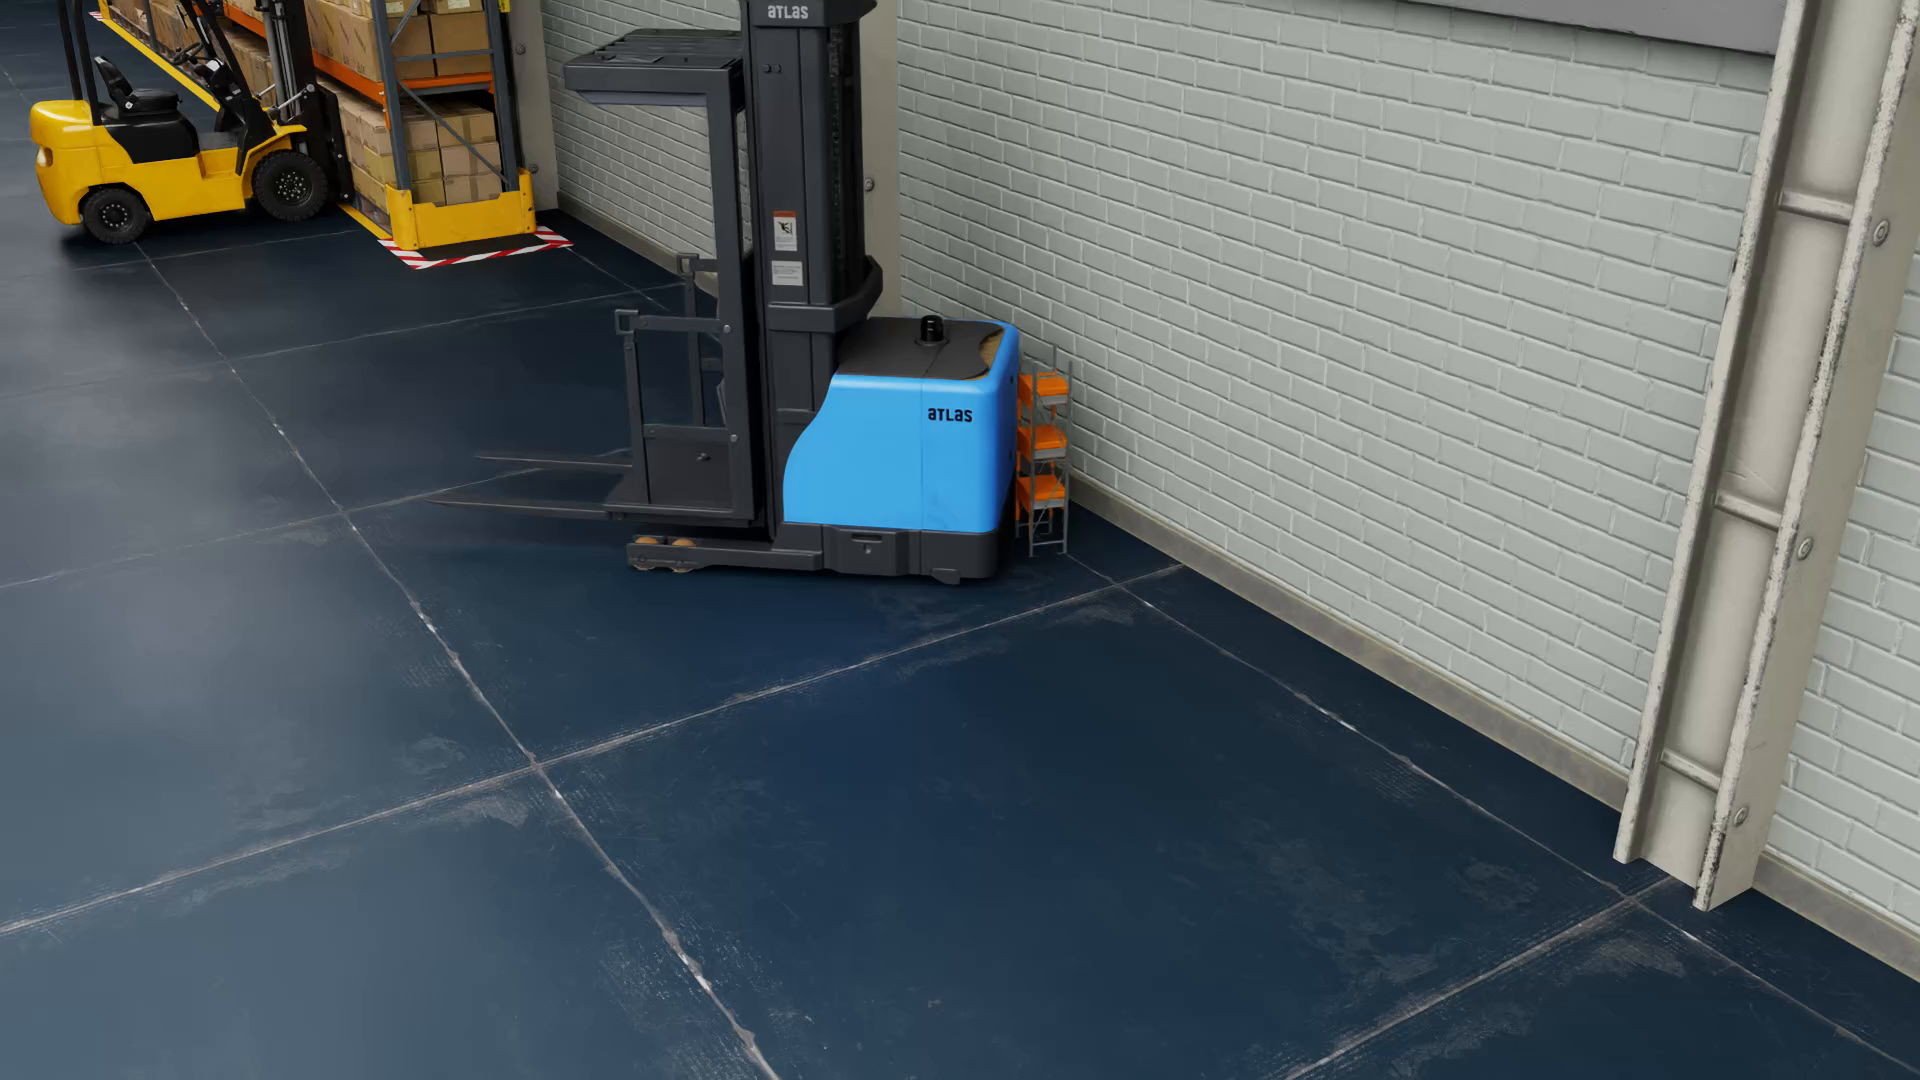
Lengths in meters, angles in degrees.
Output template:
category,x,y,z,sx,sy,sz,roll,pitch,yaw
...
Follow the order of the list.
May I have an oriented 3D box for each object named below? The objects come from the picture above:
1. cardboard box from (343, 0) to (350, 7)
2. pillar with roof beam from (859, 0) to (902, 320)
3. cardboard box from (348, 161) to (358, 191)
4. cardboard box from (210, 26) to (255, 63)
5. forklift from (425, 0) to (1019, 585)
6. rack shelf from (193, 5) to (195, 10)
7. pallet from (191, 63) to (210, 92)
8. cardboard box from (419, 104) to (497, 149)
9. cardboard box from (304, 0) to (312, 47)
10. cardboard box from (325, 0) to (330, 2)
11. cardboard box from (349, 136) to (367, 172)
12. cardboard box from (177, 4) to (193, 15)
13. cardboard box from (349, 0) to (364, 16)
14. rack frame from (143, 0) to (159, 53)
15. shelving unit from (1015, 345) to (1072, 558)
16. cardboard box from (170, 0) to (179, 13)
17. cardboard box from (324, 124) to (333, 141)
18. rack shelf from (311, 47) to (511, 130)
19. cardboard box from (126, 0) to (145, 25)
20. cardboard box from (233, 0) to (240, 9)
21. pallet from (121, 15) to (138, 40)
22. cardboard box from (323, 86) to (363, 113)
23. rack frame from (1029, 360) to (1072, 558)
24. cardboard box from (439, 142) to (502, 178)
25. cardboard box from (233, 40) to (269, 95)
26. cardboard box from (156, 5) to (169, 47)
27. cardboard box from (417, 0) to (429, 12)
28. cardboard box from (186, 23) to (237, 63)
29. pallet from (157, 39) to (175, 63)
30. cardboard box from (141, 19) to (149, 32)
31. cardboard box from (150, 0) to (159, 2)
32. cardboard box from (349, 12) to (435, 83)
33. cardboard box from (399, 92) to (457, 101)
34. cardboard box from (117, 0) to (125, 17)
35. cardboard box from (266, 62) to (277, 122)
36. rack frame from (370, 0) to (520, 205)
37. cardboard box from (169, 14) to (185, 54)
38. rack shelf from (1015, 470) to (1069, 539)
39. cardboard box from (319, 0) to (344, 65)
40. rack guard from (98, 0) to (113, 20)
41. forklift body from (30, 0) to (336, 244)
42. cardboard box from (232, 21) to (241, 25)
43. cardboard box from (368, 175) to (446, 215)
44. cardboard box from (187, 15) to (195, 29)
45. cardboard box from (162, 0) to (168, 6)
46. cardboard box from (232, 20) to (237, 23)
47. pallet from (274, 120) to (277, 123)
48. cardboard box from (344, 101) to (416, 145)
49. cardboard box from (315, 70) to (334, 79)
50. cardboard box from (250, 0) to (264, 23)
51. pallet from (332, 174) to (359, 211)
category,x,y,z,sx,sy,sz,roll,pitch,yaw
cardboard box,-5.050,-4.647,14.204,0.380,0.149,0.250,-16,30,-30
pillar with roof beam,-4.202,-3.990,6.661,9.100,9.000,0.400,-16,29,-30
cardboard box,-5.296,-3.369,15.103,0.500,0.250,0.500,-15,29,-29
cardboard box,-8.283,-5.718,19.640,0.875,0.625,0.625,-15,29,-28
forklift,-1.243,-1.378,8.236,3.031,2.935,1.130,4,25,7
rack shelf,-9.704,-7.219,21.371,1.077,0.370,4.000,-16,29,-30
pallet,-8.988,-5.844,20.881,1.003,0.211,1.213,-16,29,-30
cardboard box,-4.349,-3.582,14.382,0.500,0.250,0.500,-16,30,-30
cardboard box,-5.830,-4.860,15.415,0.500,0.500,0.500,-16,30,-30
cardboard box,-5.390,-4.818,14.565,0.380,0.149,0.250,-15,29,-29
cardboard box,-5.038,-3.423,14.631,0.500,0.250,0.500,-16,30,-30
cardboard box,-9.795,-6.780,21.275,0.380,0.149,0.250,-17,30,-32
cardboard box,-4.834,-4.449,13.784,0.380,0.149,0.250,-15,29,-29
rack frame,-10.796,-8.259,22.732,1.000,3.000,0.127,-16,29,-30
shelving unit,0.422,-0.445,8.464,0.215,1.050,0.252,-7,26,-14
cardboard box,-10.058,-6.970,21.676,0.380,0.149,0.250,-14,29,-28
cardboard box,-5.607,-3.783,15.392,0.500,0.250,0.500,-16,29,-30
rack shelf,-5.337,-4.357,15.309,1.077,0.370,4.000,-16,29,-30
cardboard box,-11.724,-7.823,24.243,0.700,0.500,0.500,-17,30,-31
cardboard box,-7.448,-5.813,17.725,0.500,0.250,0.500,-15,29,-29
pallet,-11.840,-7.681,24.774,1.003,0.211,1.213,-16,29,-30
cardboard box,-5.596,-4.000,15.268,0.500,0.250,0.500,-16,30,-31
rack frame,0.454,-0.395,8.357,0.200,1.050,0.008,-7,26,-14
cardboard box,-4.328,-3.356,14.490,0.500,0.250,0.500,-15,29,-29
cardboard box,-7.552,-5.246,18.638,0.875,0.625,0.625,-17,30,-32
cardboard box,-10.422,-6.905,22.300,0.500,0.500,0.500,-16,30,-30
cardboard box,-4.401,-4.561,14.021,0.380,0.149,0.250,-16,29,-30
cardboard box,-9.288,-6.171,20.744,0.500,0.500,0.500,-16,30,-30
pallet,-10.320,-6.716,22.730,1.003,0.211,1.213,-16,29,-30
cardboard box,-11.346,-7.291,23.528,0.380,0.149,0.250,-17,30,-31
cardboard box,-10.823,-7.422,22.635,0.380,0.149,0.250,-14,29,-27
cardboard box,-4.734,-4.127,13.862,0.500,0.500,0.500,-16,30,-31
cardboard box,-4.889,-3.941,15.143,0.500,0.250,0.500,-16,30,-30
cardboard box,-12.291,-8.194,25.030,0.700,0.500,0.500,-14,29,-27
cardboard box,-6.723,-4.698,17.478,0.875,0.625,0.625,-14,29,-27
rack frame,-4.245,-3.967,13.640,1.000,3.000,0.127,-16,29,-30
cardboard box,-9.875,-6.539,21.524,0.500,0.500,0.500,-17,30,-31
rack shelf,0.422,-0.184,8.587,0.215,0.259,0.240,-7,26,-14
cardboard box,-5.289,-4.498,14.648,0.500,0.500,0.500,-16,30,-31
rack guard,-12.938,-8.533,26.239,1.175,0.500,0.348,-16,29,-30
forklift body,-6.809,-3.837,14.358,2.313,2.155,1.214,-16,29,-30
cardboard box,-8.859,-6.284,20.985,0.500,0.500,0.500,-15,29,-29
cardboard box,-4.766,-3.008,14.338,0.500,0.250,0.500,-15,29,-29
cardboard box,-9.269,-6.390,20.448,0.380,0.149,0.250,-17,30,-32
cardboard box,-10.458,-7.252,22.274,0.380,0.149,0.250,-17,30,-32
cardboard box,-8.961,-6.612,20.920,0.380,0.149,0.250,-15,29,-29
pallet,-6.864,-4.391,17.805,1.003,0.211,1.213,-16,29,-30
cardboard box,-5.042,-3.639,14.503,0.500,0.250,0.500,-15,29,-29
cardboard box,-6.157,-4.365,16.041,0.500,0.250,0.500,-15,29,-29
cardboard box,-6.923,-5.449,16.956,0.500,0.250,0.500,-15,29,-28
pallet,-5.360,-3.406,15.718,1.003,0.211,1.213,-16,29,-30
